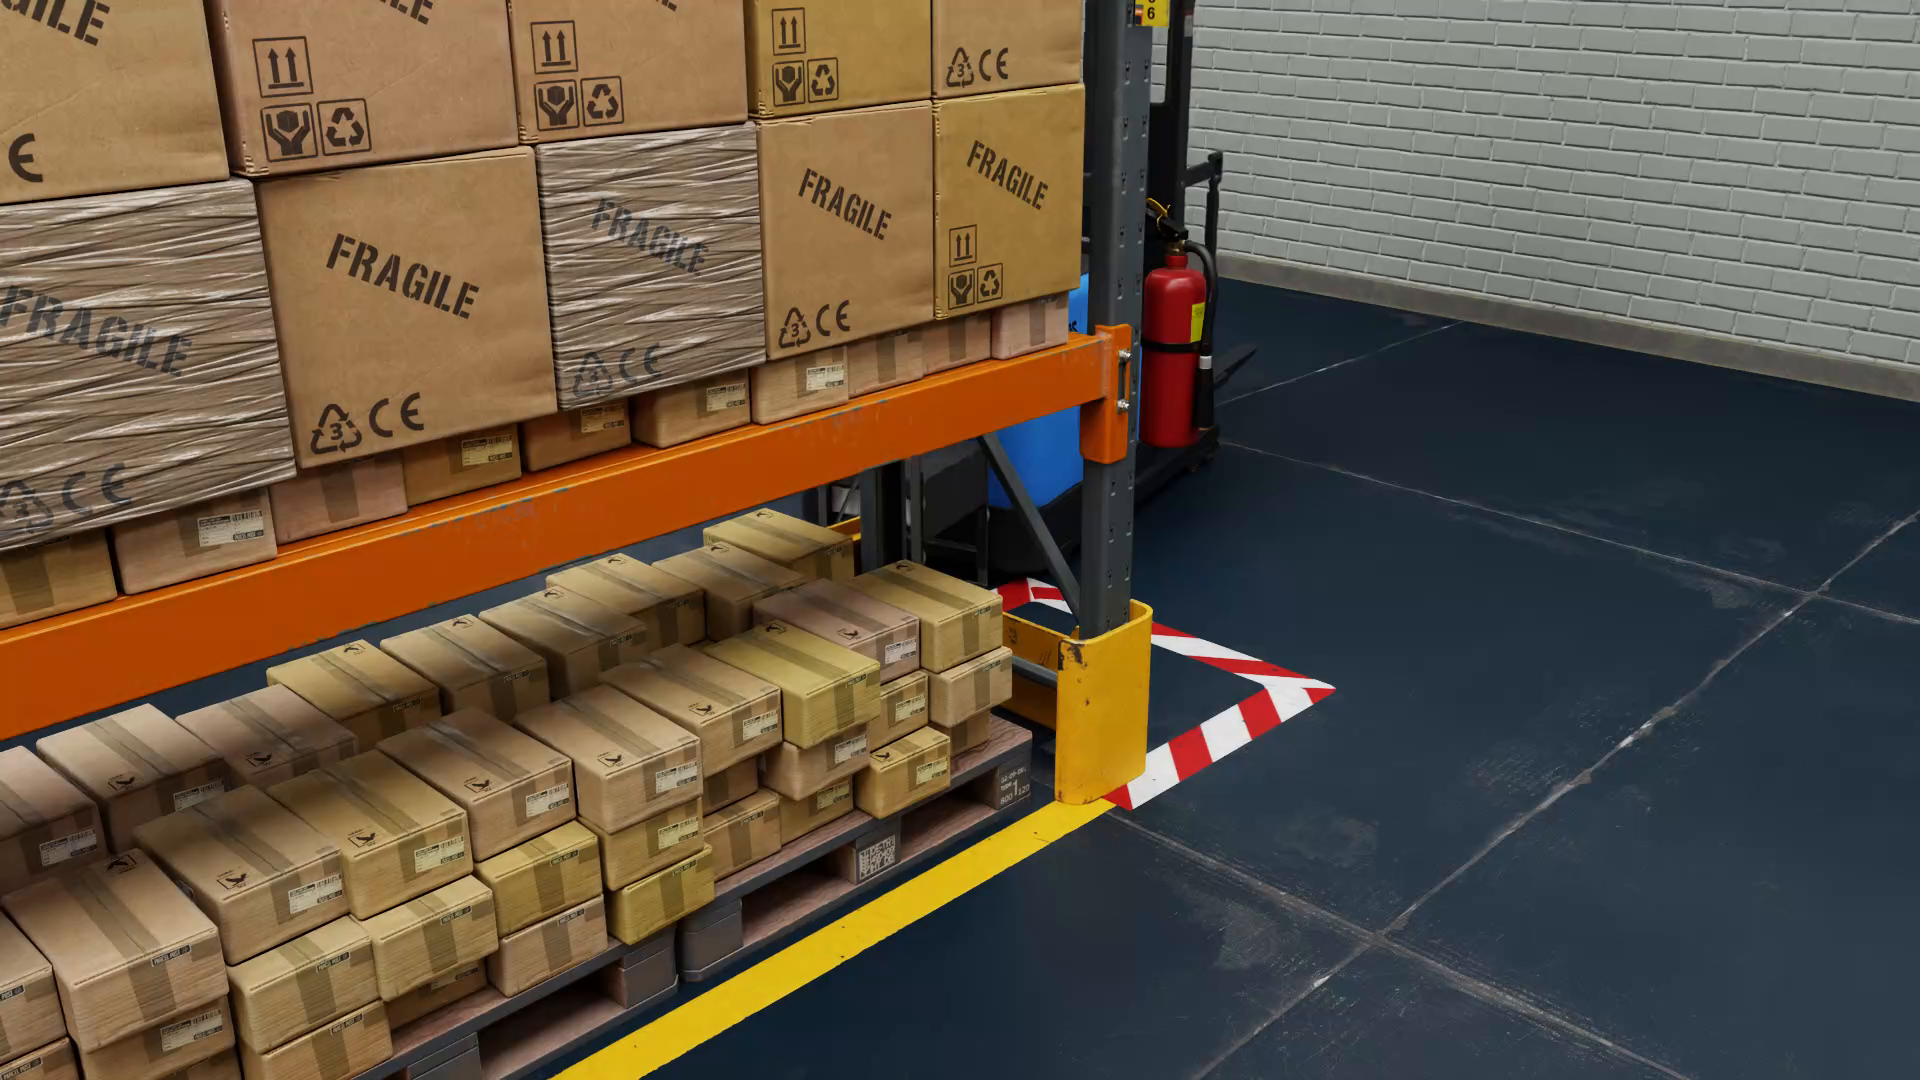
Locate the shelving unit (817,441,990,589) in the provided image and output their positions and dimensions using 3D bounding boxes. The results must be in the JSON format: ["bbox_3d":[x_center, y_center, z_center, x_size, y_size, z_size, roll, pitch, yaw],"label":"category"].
[{"bbox_3d":[-0.194,-0.760,5.625,0.431,2.100,0.503,11,24,26],"label":"shelving unit"}]

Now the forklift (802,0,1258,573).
[{"bbox_3d":[0.522,-1.735,7.002,1.130,2.935,3.031,11,24,26],"label":"forklift"}]

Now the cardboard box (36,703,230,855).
[{"bbox_3d":[-1.789,0.516,3.610,0.380,0.149,0.250,18,27,39],"label":"cardboard box"}]

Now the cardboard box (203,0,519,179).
[{"bbox_3d":[-1.135,-0.928,2.861,0.500,0.500,0.500,18,27,39],"label":"cardboard box"}]

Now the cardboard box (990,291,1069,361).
[{"bbox_3d":[0.057,-0.587,4.271,0.380,0.149,0.250,19,28,41],"label":"cardboard box"}]

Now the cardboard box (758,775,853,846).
[{"bbox_3d":[-0.488,0.601,4.218,0.380,0.149,0.250,19,28,40],"label":"cardboard box"}]

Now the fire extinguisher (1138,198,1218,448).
[{"bbox_3d":[0.589,-0.598,4.577,0.296,0.674,0.183,19,28,41],"label":"fire extinguisher"}]

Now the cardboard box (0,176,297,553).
[{"bbox_3d":[-1.465,-0.330,2.698,0.500,0.500,0.500,18,28,40],"label":"cardboard box"}]

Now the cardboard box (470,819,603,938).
[{"bbox_3d":[-0.987,0.676,3.609,0.250,0.149,0.380,-18,28,-39],"label":"cardboard box"}]

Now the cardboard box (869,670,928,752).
[{"bbox_3d":[-0.302,0.398,4.332,0.380,0.149,0.250,18,28,39],"label":"cardboard box"}]

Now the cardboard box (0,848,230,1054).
[{"bbox_3d":[-1.542,0.739,3.031,0.250,0.149,0.380,-19,28,-41],"label":"cardboard box"}]

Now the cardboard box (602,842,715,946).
[{"bbox_3d":[-0.784,0.749,3.833,0.380,0.149,0.250,18,27,38],"label":"cardboard box"}]

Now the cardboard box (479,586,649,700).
[{"bbox_3d":[-1.014,0.266,4.261,0.380,0.149,0.250,18,27,38],"label":"cardboard box"}]

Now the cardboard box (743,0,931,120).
[{"bbox_3d":[-0.412,-1.201,3.571,0.500,0.500,0.500,18,27,39],"label":"cardboard box"}]

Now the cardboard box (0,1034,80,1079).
[{"bbox_3d":[-1.779,0.924,2.963,0.380,0.149,0.250,17,27,38],"label":"cardboard box"}]

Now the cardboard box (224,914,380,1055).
[{"bbox_3d":[-1.349,0.810,3.259,0.380,0.149,0.250,19,28,40],"label":"cardboard box"}]

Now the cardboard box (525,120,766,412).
[{"bbox_3d":[-0.757,-0.601,3.402,0.500,0.500,0.500,19,28,41],"label":"cardboard box"}]

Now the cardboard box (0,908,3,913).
[{"bbox_3d":[-1.953,0.748,3.420,0.250,0.149,0.380,-19,28,-41],"label":"cardboard box"}]

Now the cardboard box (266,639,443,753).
[{"bbox_3d":[-1.431,0.391,3.935,0.250,0.149,0.380,-20,28,-41],"label":"cardboard box"}]

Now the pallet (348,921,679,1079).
[{"bbox_3d":[-1.414,0.974,3.745,1.003,0.211,1.213,19,28,41],"label":"pallet"}]

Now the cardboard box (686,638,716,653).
[{"bbox_3d":[-0.806,0.349,4.460,0.380,0.149,0.250,20,29,41],"label":"cardboard box"}]

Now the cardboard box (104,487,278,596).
[{"bbox_3d":[-1.392,-0.055,2.887,0.250,0.149,0.380,-19,28,-40],"label":"cardboard box"}]

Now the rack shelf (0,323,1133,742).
[{"bbox_3d":[-1.313,-0.009,3.420,1.077,0.370,4.000,19,28,41],"label":"rack shelf"}]

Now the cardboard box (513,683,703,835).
[{"bbox_3d":[-0.785,0.480,3.704,0.250,0.149,0.380,-19,28,-40],"label":"cardboard box"}]

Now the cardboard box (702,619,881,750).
[{"bbox_3d":[-0.412,0.346,4.052,0.380,0.149,0.250,18,28,39],"label":"cardboard box"}]

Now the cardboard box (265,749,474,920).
[{"bbox_3d":[-1.211,0.594,3.406,0.380,0.149,0.250,19,28,41],"label":"cardboard box"}]

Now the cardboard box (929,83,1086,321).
[{"bbox_3d":[-0.047,-0.864,4.089,0.500,0.500,0.500,-19,28,-41],"label":"cardboard box"}]

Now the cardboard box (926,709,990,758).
[{"bbox_3d":[-0.136,0.463,4.576,0.250,0.149,0.380,-20,28,-41],"label":"cardboard box"}]

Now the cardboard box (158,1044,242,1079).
[{"bbox_3d":[-1.598,0.990,3.206,0.380,0.149,0.250,18,27,38],"label":"cardboard box"}]

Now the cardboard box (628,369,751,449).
[{"bbox_3d":[-0.674,-0.332,3.609,0.380,0.149,0.250,18,27,38],"label":"cardboard box"}]

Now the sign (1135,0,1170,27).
[{"bbox_3d":[0.466,-1.403,3.989,0.100,0.325,0.005,19,28,41],"label":"sign"}]

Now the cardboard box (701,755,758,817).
[{"bbox_3d":[-0.704,0.521,4.011,0.380,0.149,0.250,19,28,40],"label":"cardboard box"}]

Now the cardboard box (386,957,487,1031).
[{"bbox_3d":[-1.220,0.861,3.543,0.250,0.149,0.380,-19,28,-41],"label":"cardboard box"}]

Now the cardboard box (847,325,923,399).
[{"bbox_3d":[-0.307,-0.464,3.952,0.380,0.149,0.250,19,28,40],"label":"cardboard box"}]

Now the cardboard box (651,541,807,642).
[{"bbox_3d":[-0.633,0.149,4.566,0.250,0.149,0.380,-20,28,-41],"label":"cardboard box"}]

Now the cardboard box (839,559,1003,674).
[{"bbox_3d":[-0.106,0.198,4.438,0.380,0.149,0.250,20,28,41],"label":"cardboard box"}]

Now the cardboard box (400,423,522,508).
[{"bbox_3d":[-1.078,-0.206,3.279,0.250,0.149,0.380,-20,28,-41],"label":"cardboard box"}]

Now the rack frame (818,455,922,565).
[{"bbox_3d":[-0.308,-0.683,5.424,0.400,2.100,0.015,11,24,26],"label":"rack frame"}]
